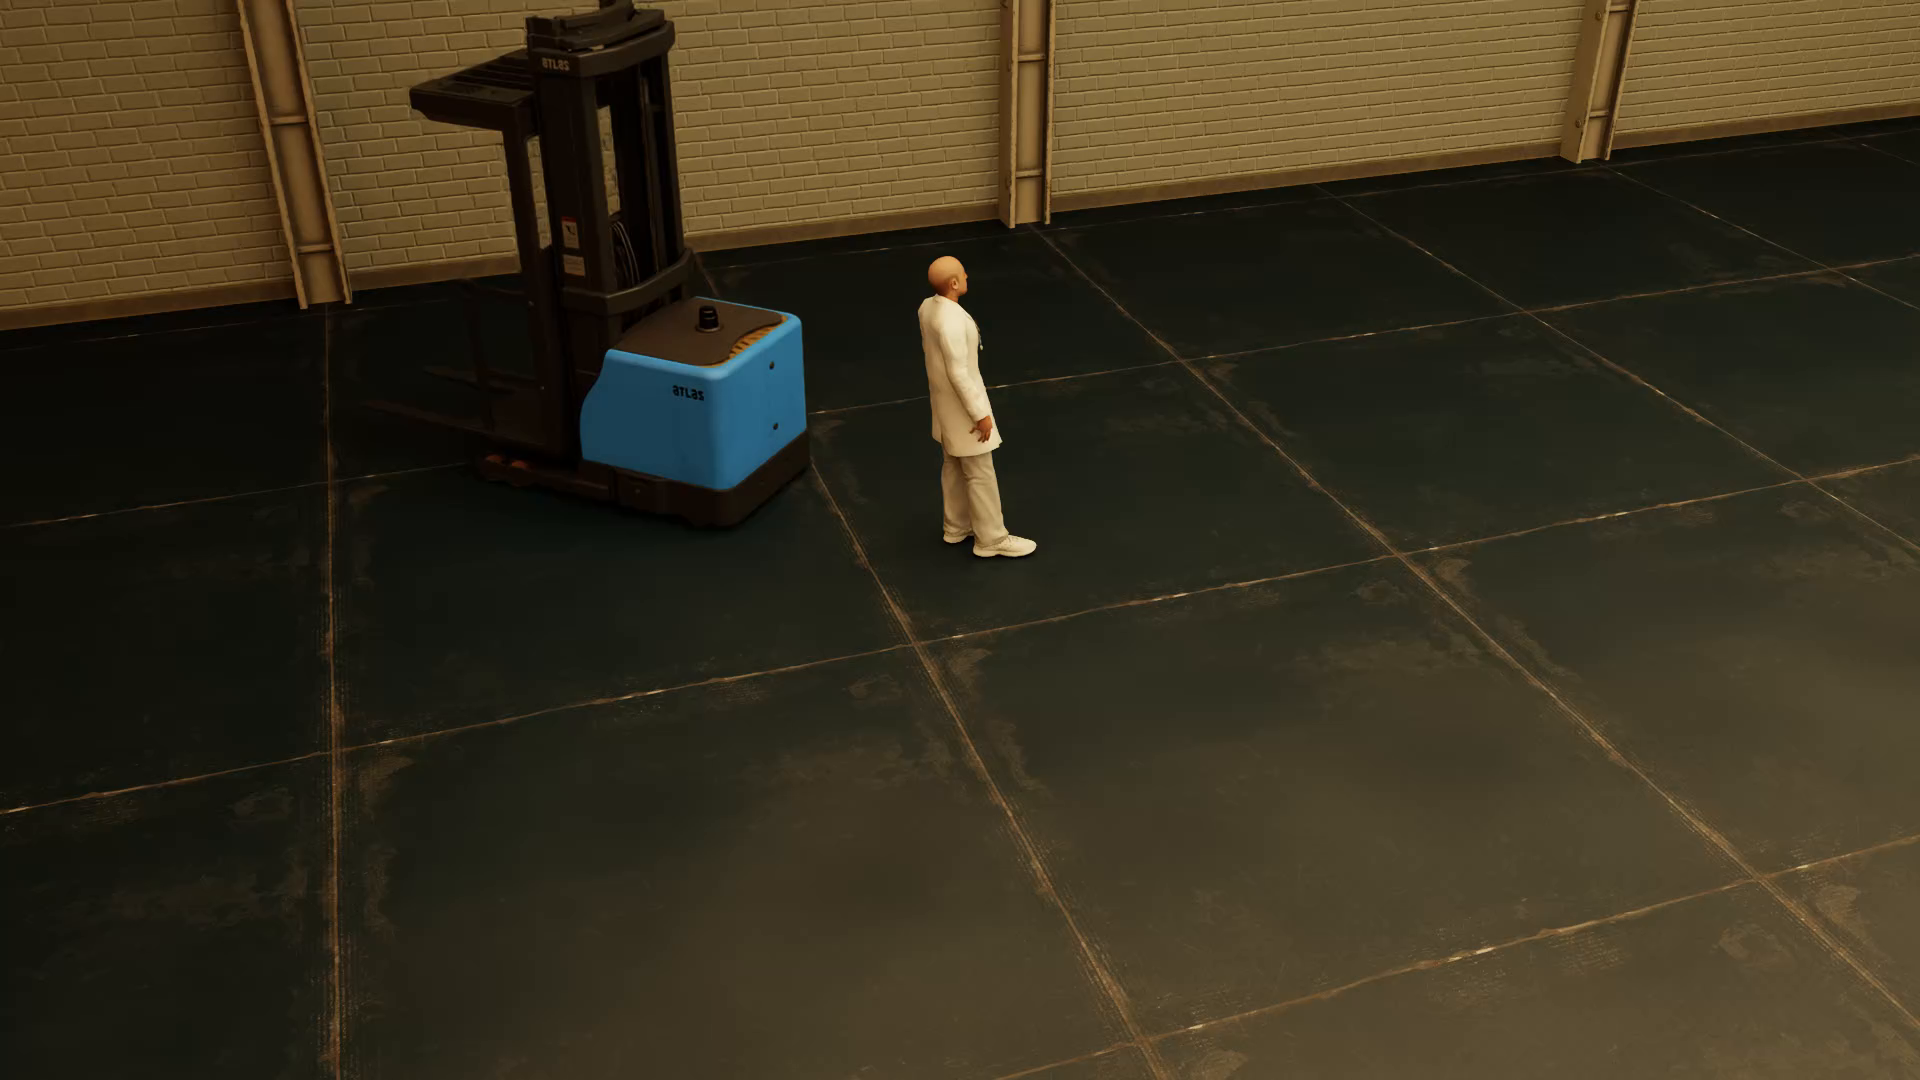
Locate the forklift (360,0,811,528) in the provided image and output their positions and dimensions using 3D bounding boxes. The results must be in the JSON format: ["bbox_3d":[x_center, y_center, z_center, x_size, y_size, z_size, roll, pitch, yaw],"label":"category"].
[{"bbox_3d":[-2.527,-1.831,10.269,3.031,2.935,1.130,13,32,21],"label":"forklift"}]

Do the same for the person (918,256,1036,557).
[{"bbox_3d":[0.088,-0.790,9.602,0.577,1.779,0.698,-10,31,-16],"label":"person"}]
